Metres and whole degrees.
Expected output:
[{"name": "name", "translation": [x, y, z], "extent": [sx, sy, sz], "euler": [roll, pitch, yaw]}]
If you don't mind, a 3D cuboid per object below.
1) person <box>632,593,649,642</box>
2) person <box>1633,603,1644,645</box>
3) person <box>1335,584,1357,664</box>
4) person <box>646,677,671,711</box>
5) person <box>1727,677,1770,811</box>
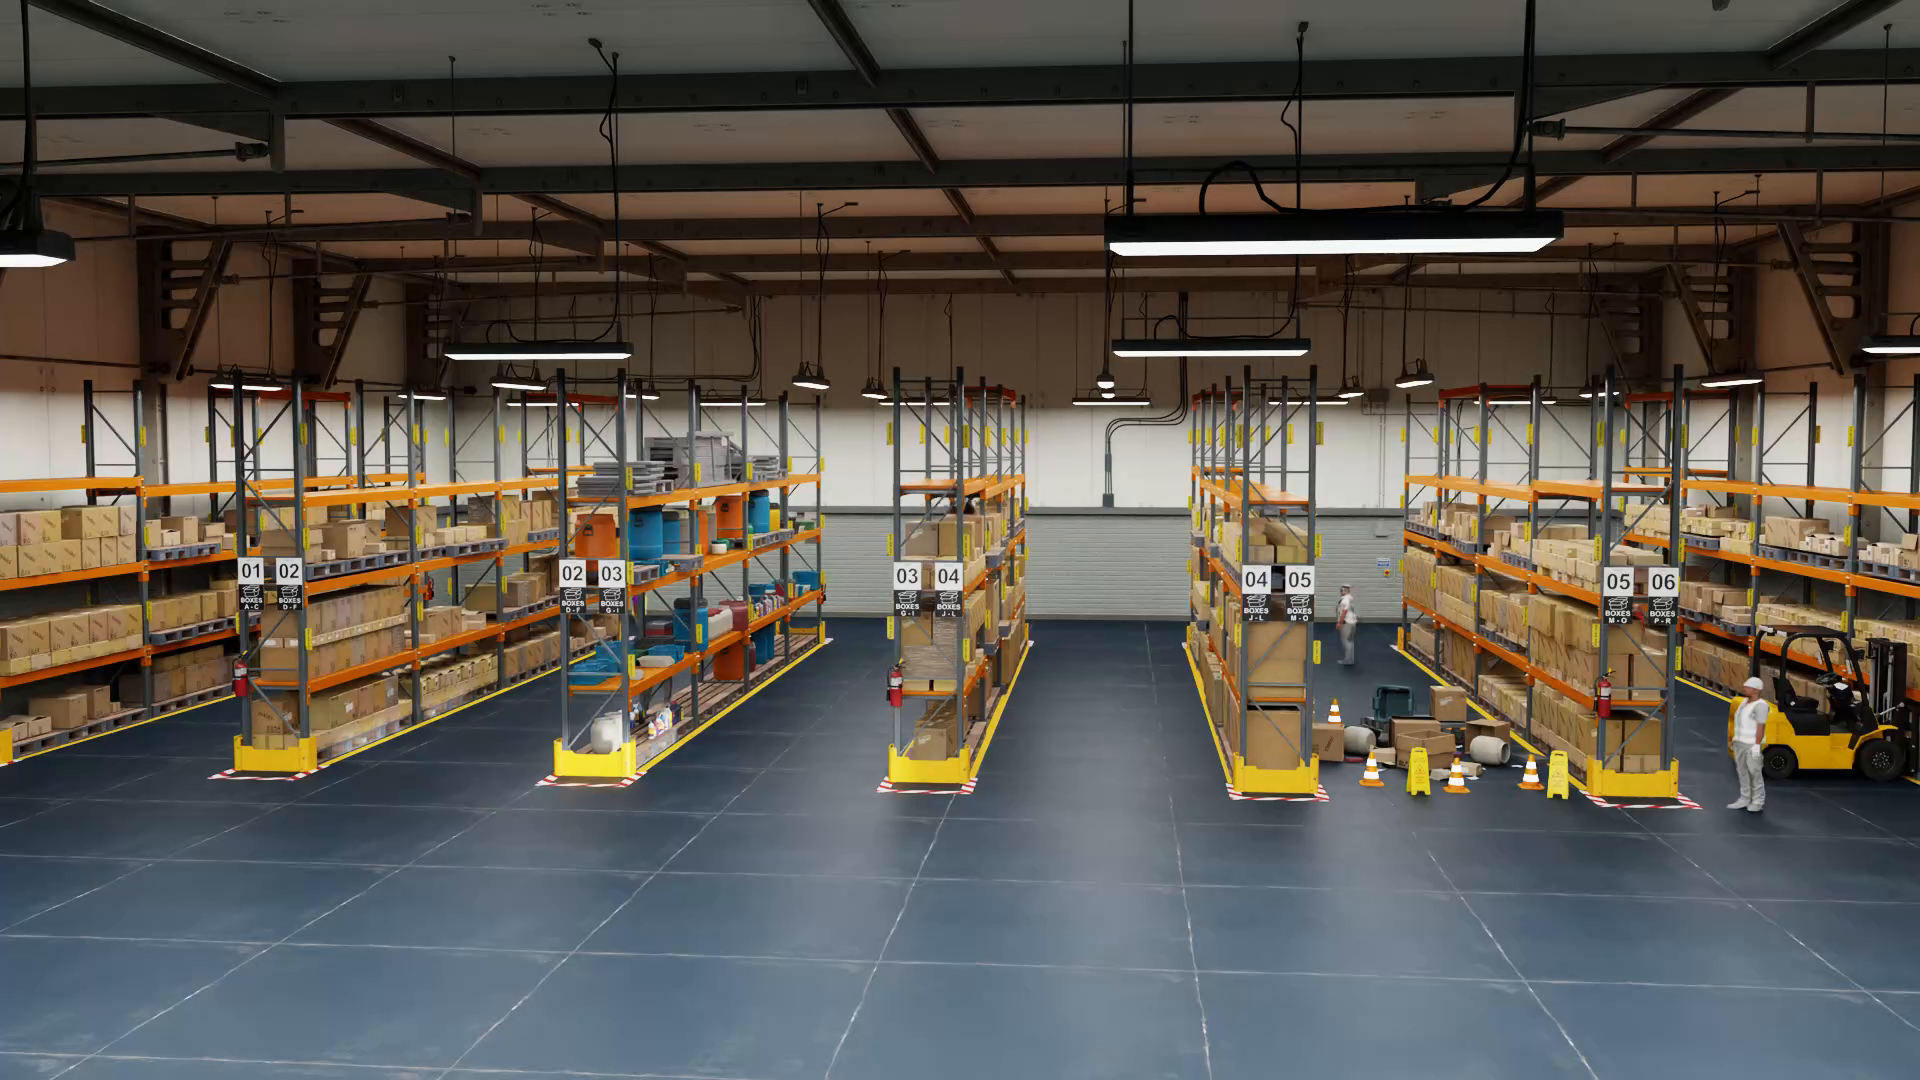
[{"name": "person", "translation": [-7.297, 1.739, 38.134], "extent": [0.425, 1.768, 0.639], "euler": [0, 4, 0]}, {"name": "person", "translation": [13.495, 2.115, 33.362], "extent": [0.458, 1.762, 0.565], "euler": [3, 5, 39]}, {"name": "person", "translation": [8.501, 1.856, 36.522], "extent": [0.411, 1.759, 0.554], "euler": [2, 4, 30]}, {"name": "person", "translation": [-5.452, 2.313, 29.985], "extent": [0.554, 1.645, 0.552], "euler": [0, 4, 4]}, {"name": "person", "translation": [10.571, 2.730, 22.290], "extent": [0.396, 1.806, 0.640], "euler": [-1, 4, -17]}]
